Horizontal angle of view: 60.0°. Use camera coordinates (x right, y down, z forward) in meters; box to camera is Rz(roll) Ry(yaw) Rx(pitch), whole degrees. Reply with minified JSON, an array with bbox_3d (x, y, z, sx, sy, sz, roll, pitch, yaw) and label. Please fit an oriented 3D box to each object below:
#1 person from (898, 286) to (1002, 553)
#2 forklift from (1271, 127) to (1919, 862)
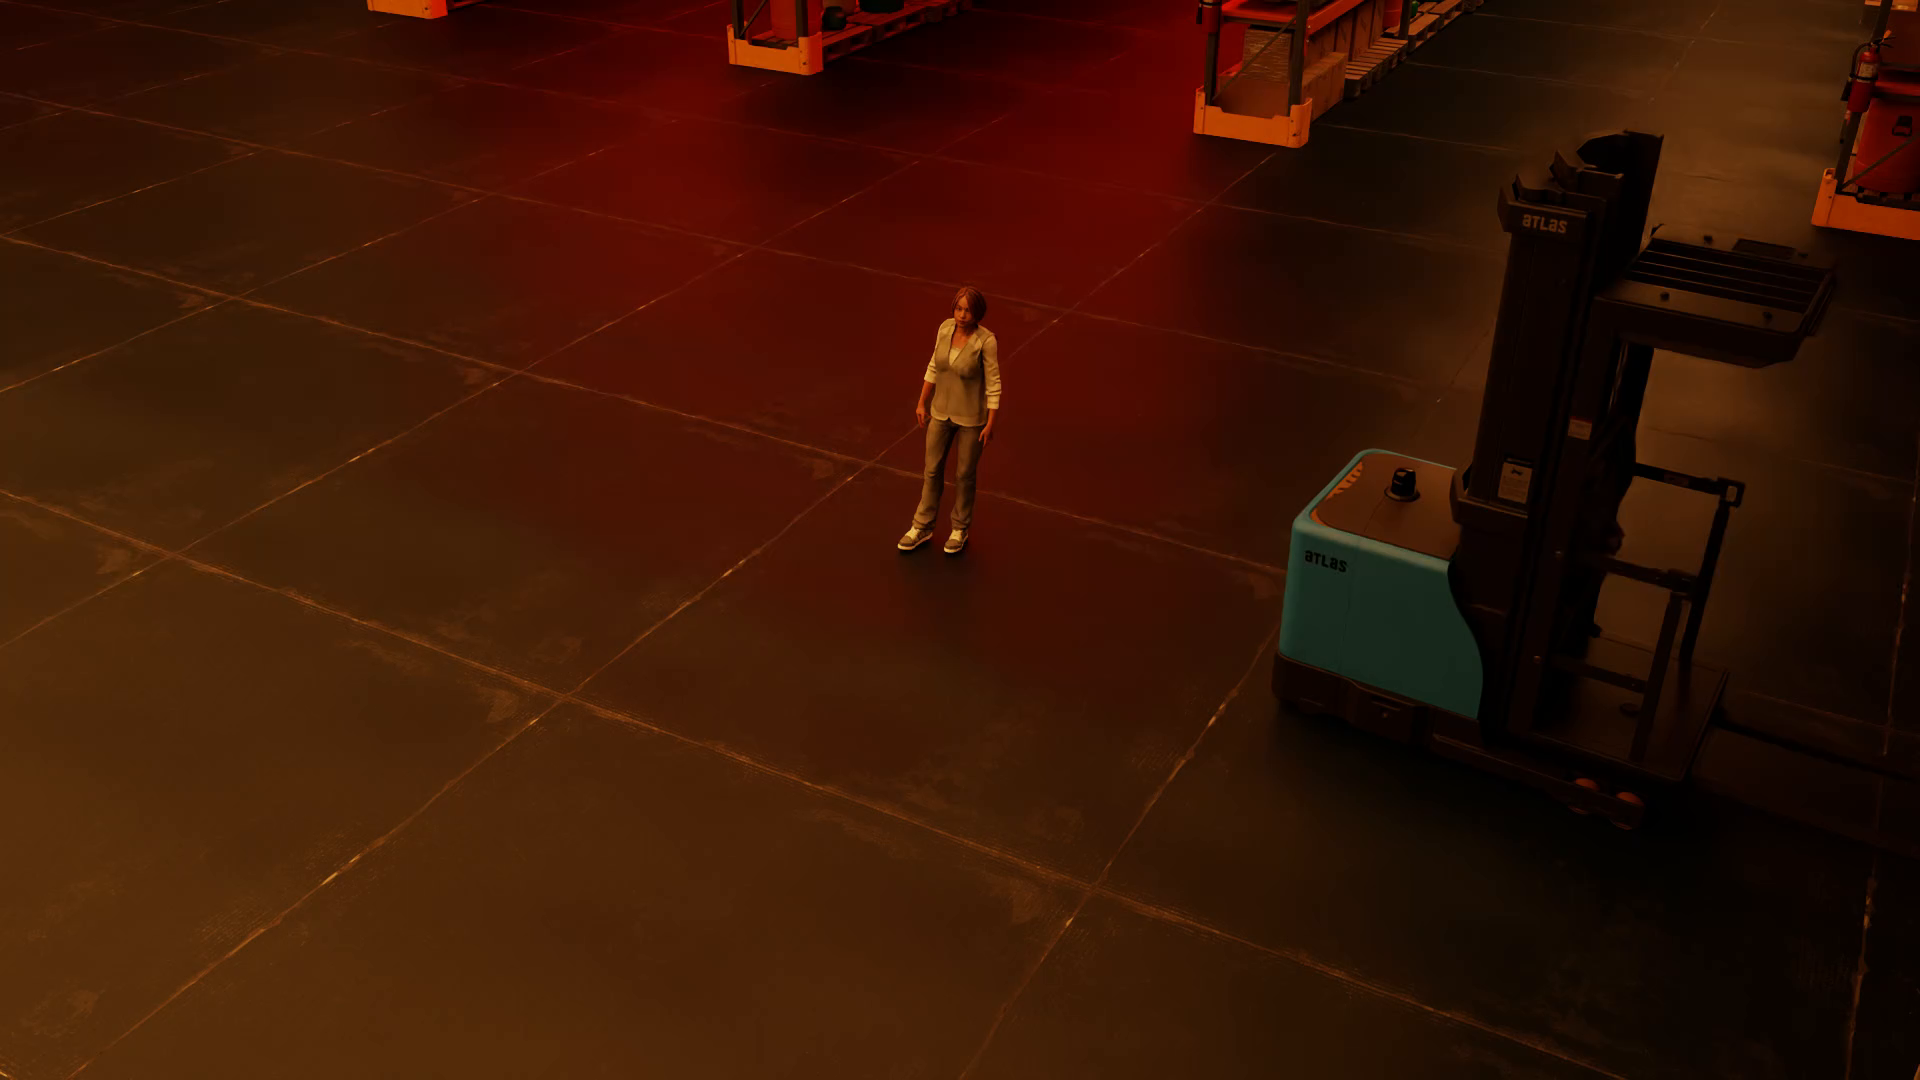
[{"bbox_3d":[-0.048,-0.668,9.549,0.521,1.599,0.473,15,33,25],"label":"person"},{"bbox_3d":[3.114,-0.237,7.482,3.031,2.935,1.130,18,35,28],"label":"forklift"}]
